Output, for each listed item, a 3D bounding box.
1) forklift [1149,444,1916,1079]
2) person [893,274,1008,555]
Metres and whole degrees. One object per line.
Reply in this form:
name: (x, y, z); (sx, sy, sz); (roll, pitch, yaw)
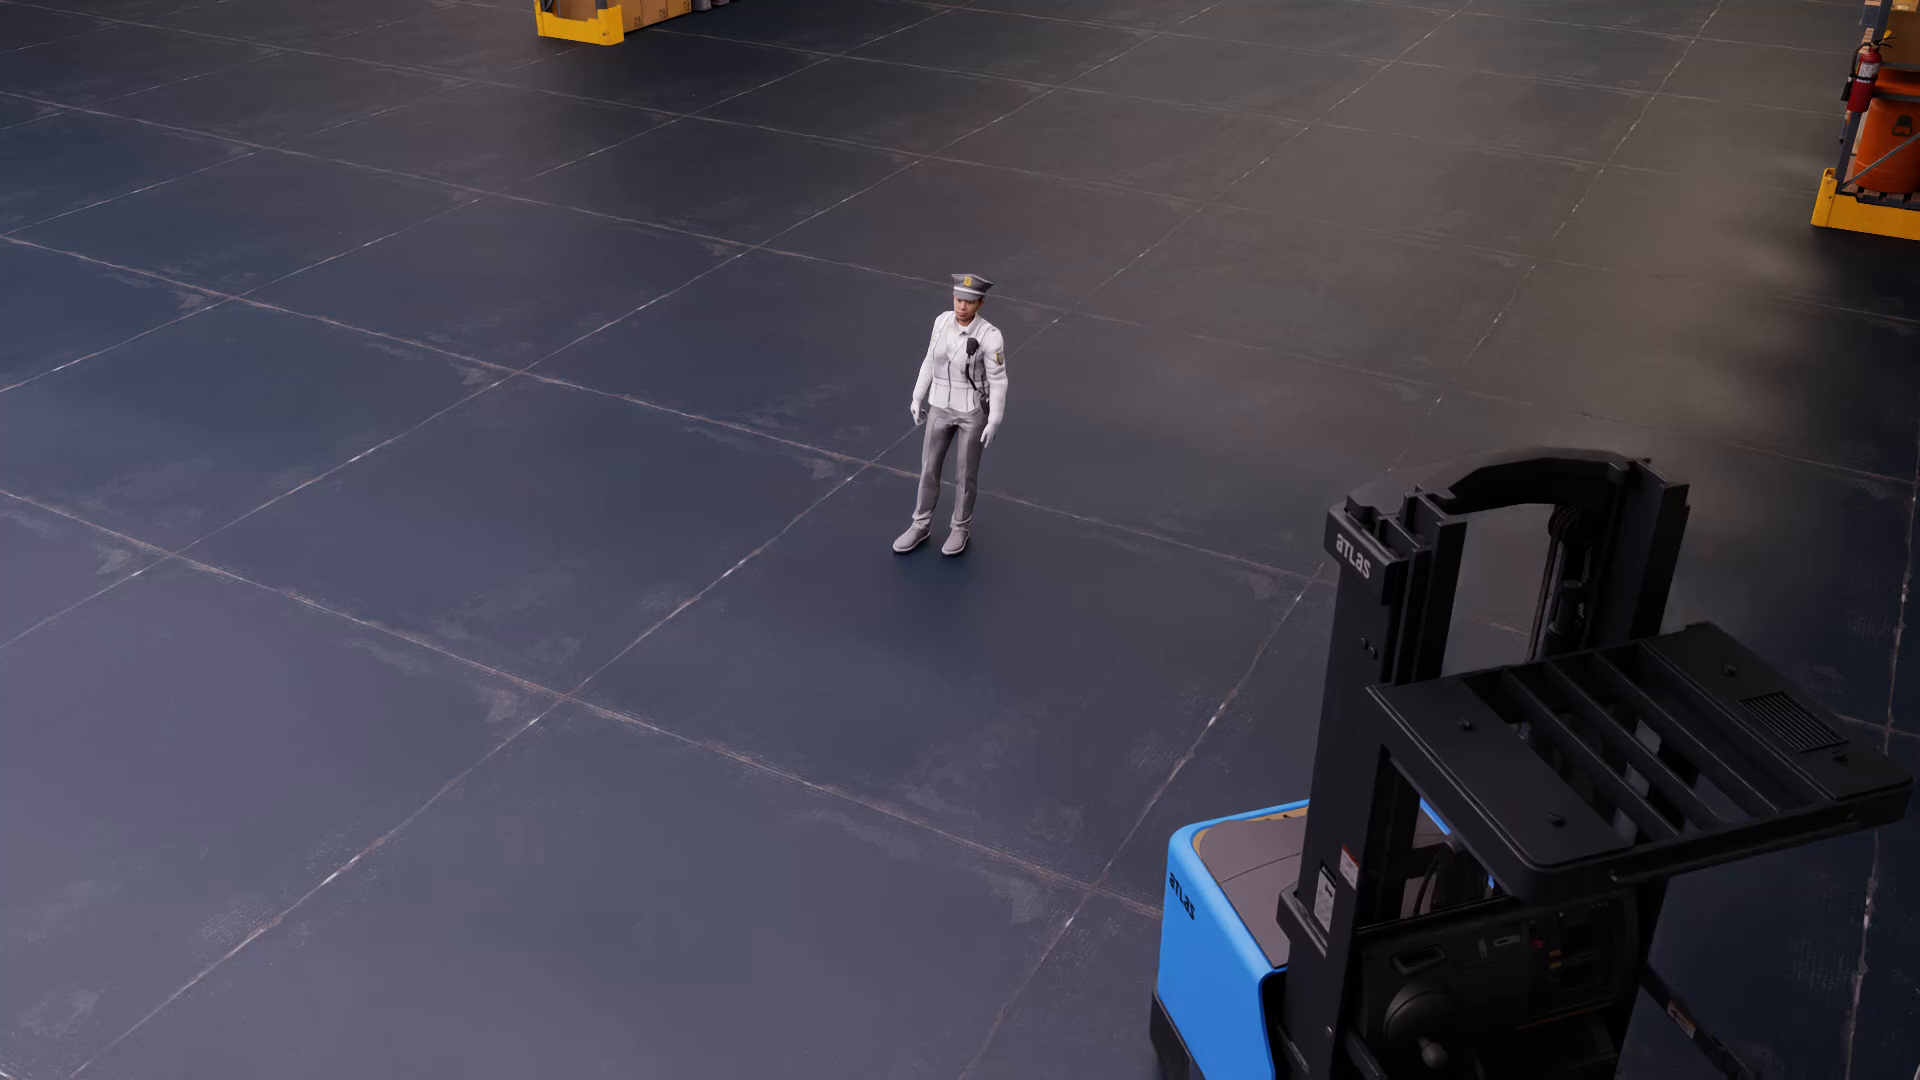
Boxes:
forklift: (1.670, 1.337, 4.754); (1.130, 2.935, 3.031); (-9, 31, -15)
person: (-0.039, -0.712, 9.526); (0.587, 1.695, 0.531); (15, 33, 25)
